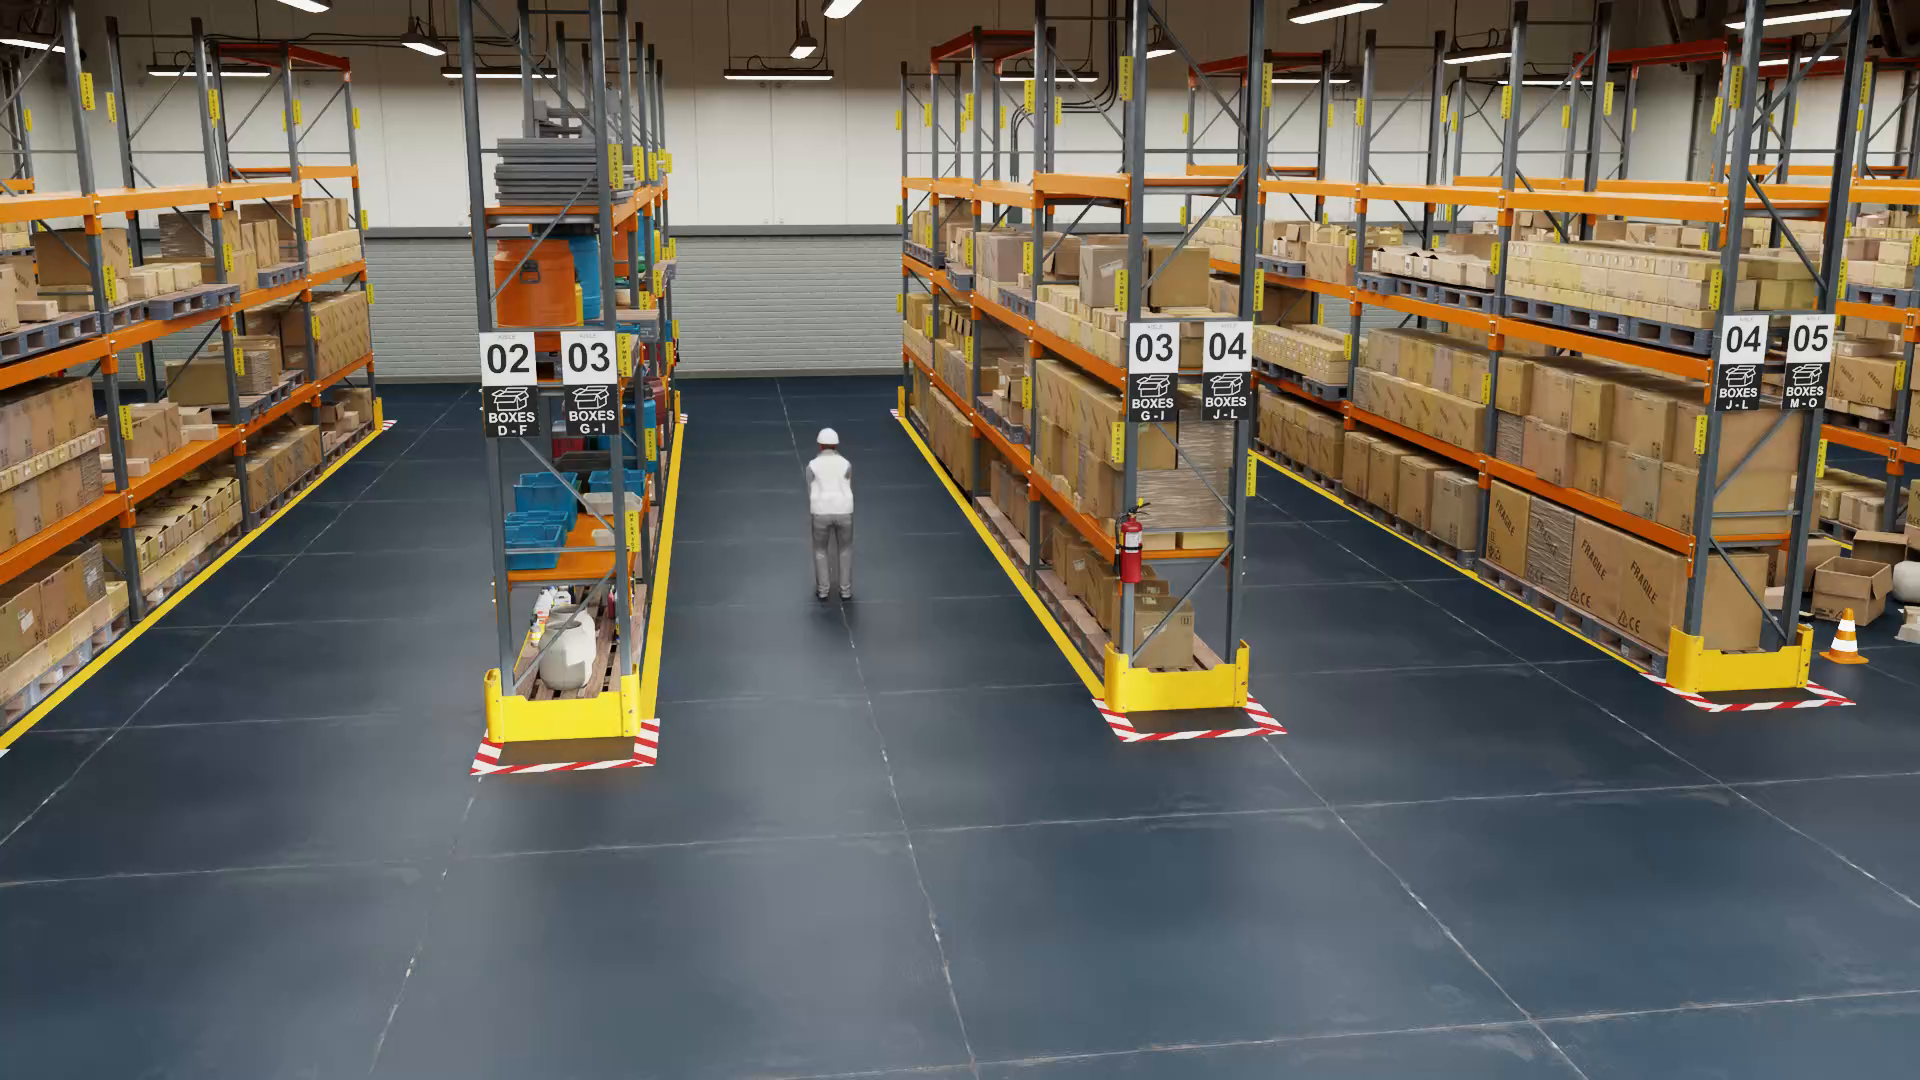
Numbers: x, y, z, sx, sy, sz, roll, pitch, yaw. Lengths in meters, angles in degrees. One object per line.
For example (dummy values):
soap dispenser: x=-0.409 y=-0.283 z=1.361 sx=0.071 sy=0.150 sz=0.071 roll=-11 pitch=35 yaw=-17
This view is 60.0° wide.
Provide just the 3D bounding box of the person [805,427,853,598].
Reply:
person: x=-1.350 y=-0.288 z=17.217 sx=0.484 sy=1.756 sz=0.584 roll=-2 pitch=13 yaw=-9
